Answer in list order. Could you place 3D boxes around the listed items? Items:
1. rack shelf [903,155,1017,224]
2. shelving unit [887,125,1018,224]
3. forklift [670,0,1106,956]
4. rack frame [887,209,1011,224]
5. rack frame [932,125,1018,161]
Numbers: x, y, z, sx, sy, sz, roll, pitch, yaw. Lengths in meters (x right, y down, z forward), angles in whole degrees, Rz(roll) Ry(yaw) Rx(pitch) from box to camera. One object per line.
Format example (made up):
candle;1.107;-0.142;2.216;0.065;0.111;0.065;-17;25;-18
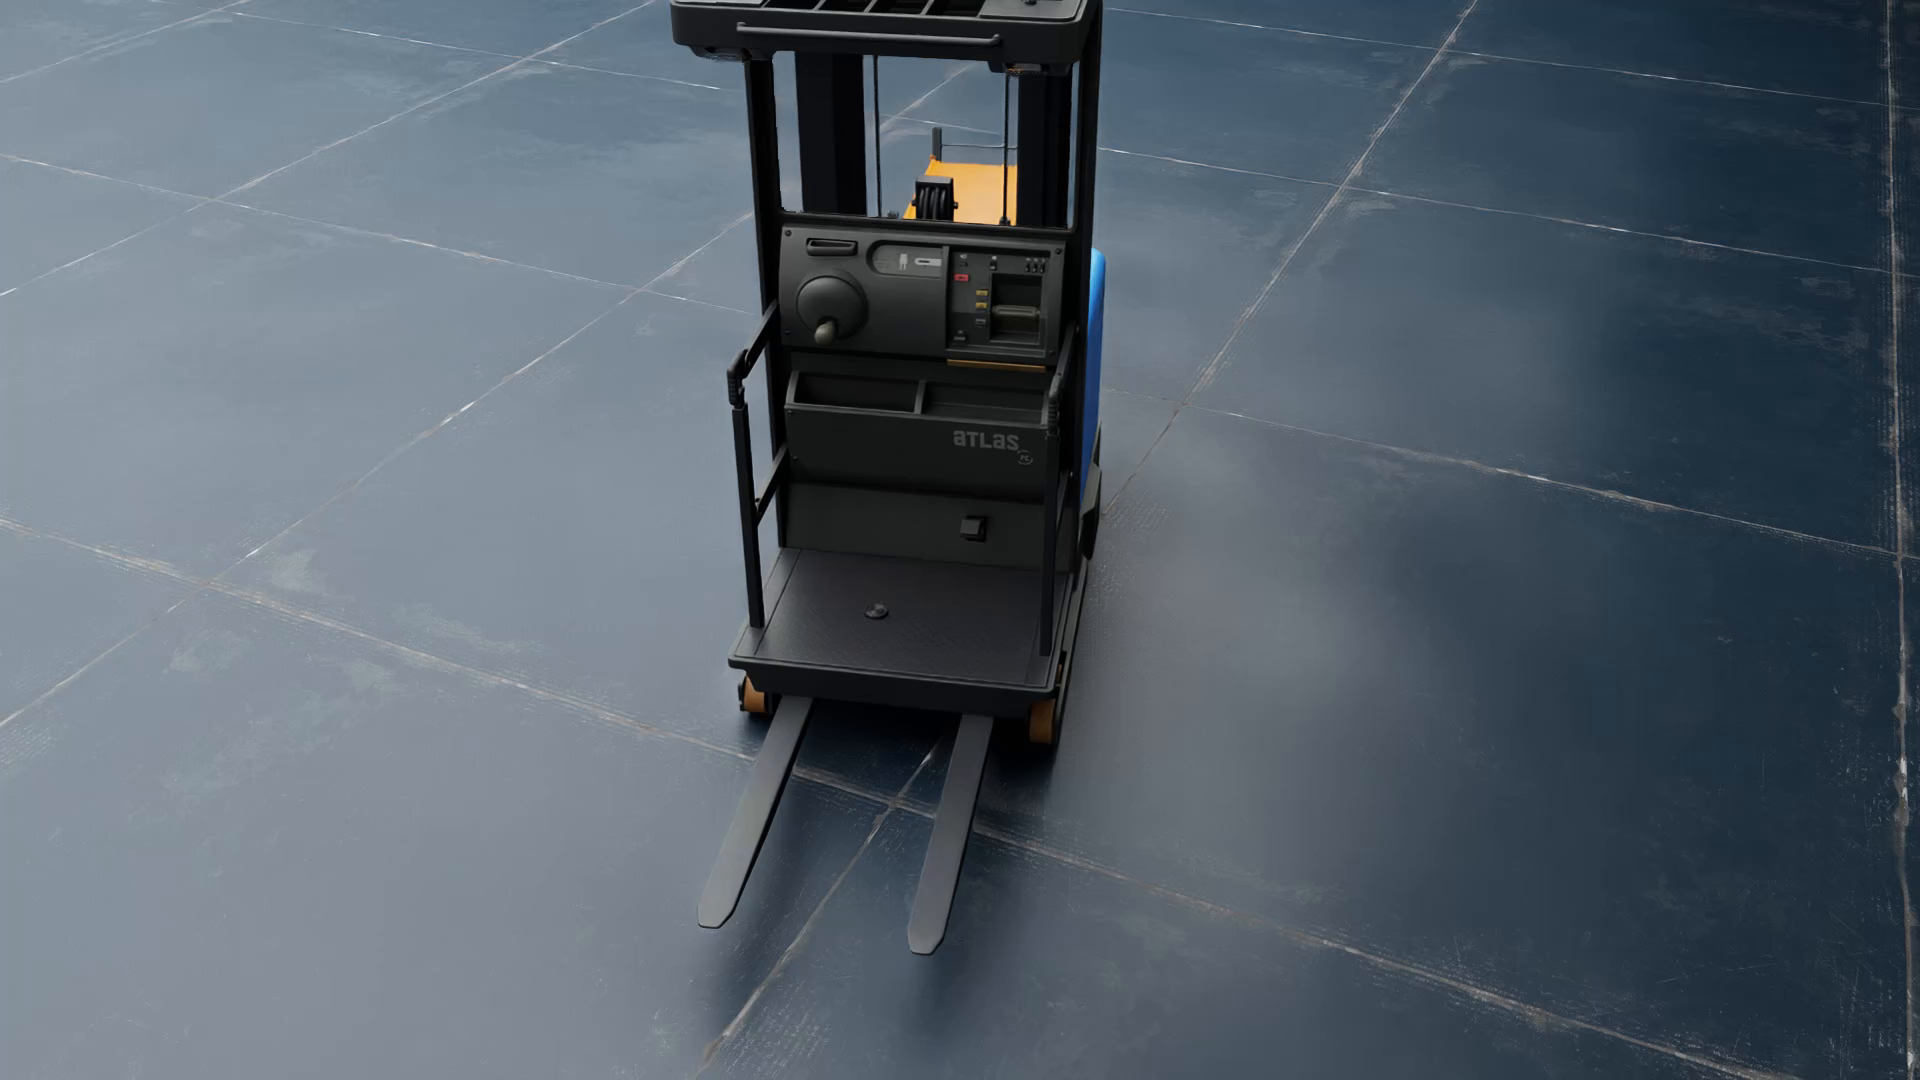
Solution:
rack shelf;0.039;-1.361;7.267;0.538;0.278;1.000;5;34;8
shelving unit;0.039;-1.117;7.427;0.538;1.125;1.048;5;34;8
forklift;-0.160;-0.742;5.208;1.130;2.935;3.031;5;34;8
rack frame;-0.044;-0.842;7.008;0.500;1.125;0.032;5;34;8
rack frame;0.122;-1.392;7.847;0.500;1.125;0.032;5;34;8
